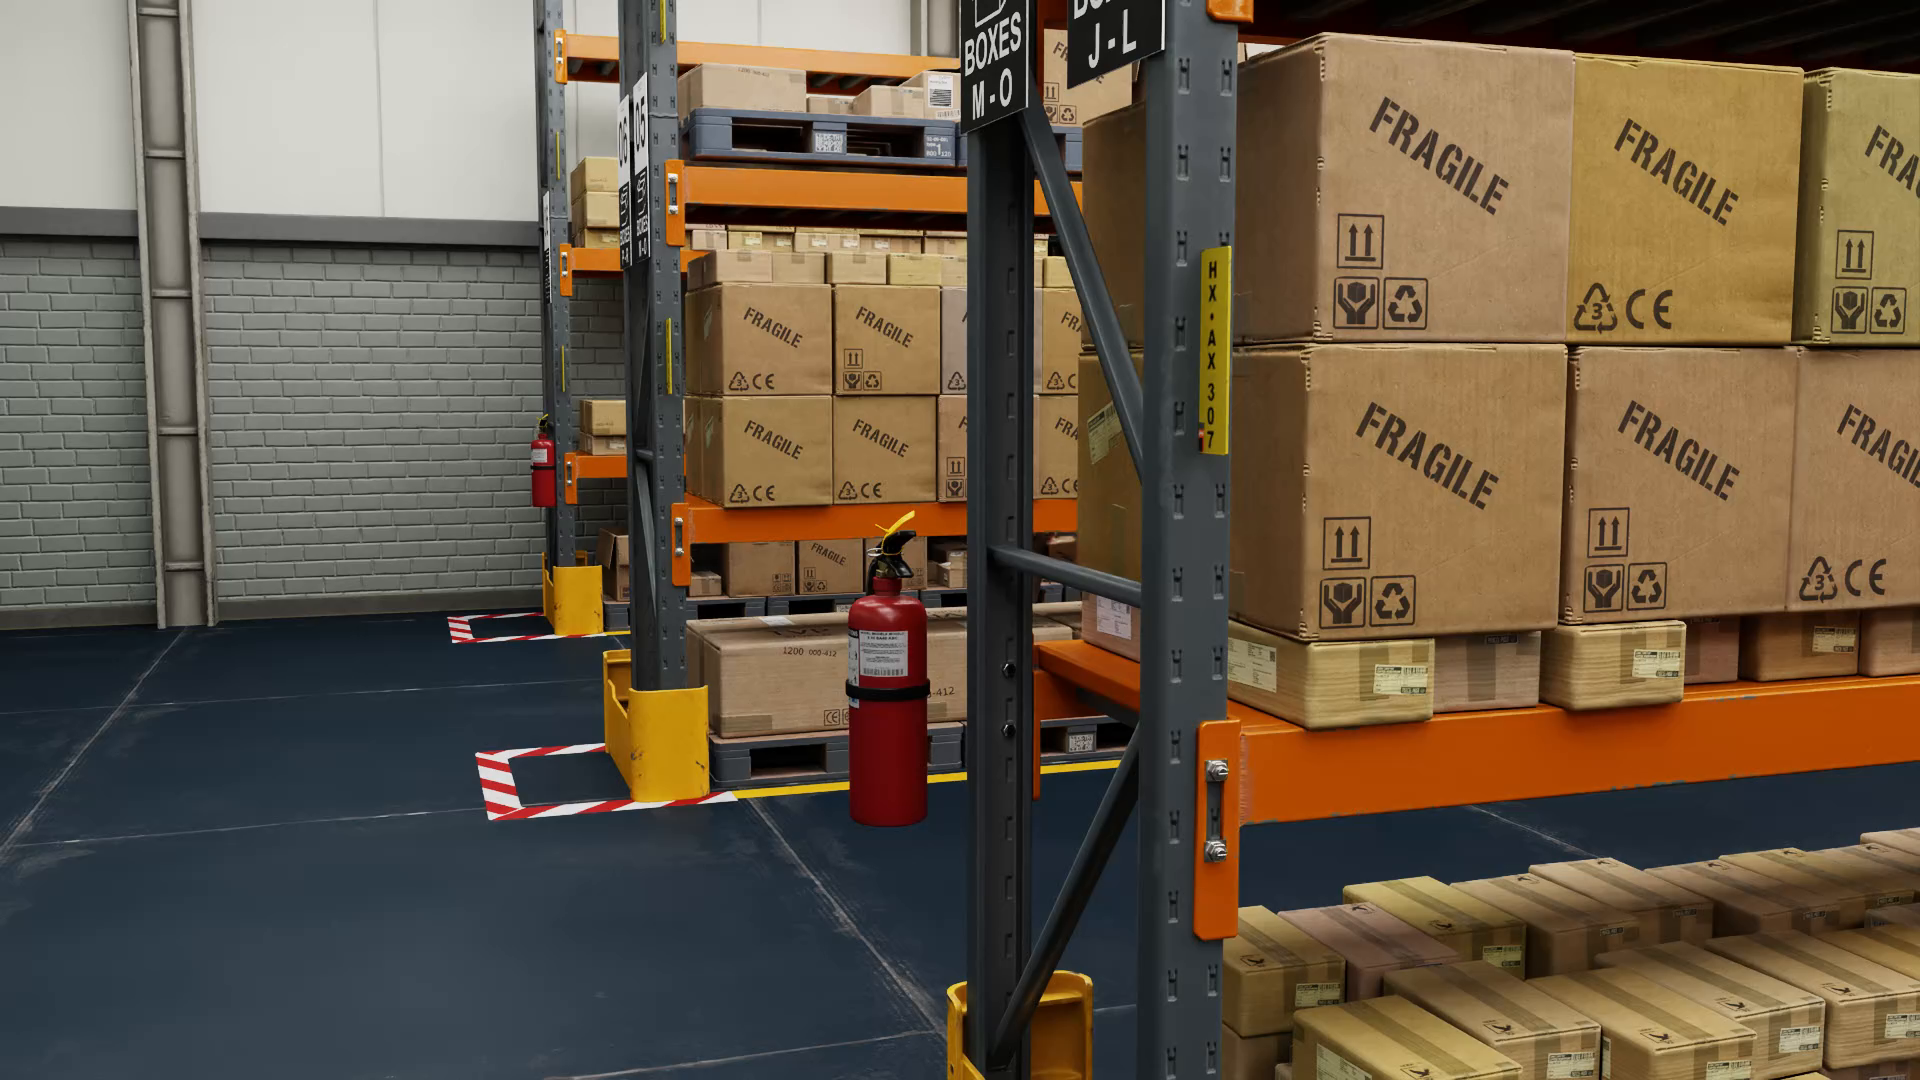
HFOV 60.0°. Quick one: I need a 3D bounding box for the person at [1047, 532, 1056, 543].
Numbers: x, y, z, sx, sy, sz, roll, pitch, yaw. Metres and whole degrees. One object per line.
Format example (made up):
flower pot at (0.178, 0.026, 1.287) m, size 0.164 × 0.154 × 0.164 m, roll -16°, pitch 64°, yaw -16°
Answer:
person at (0.446, -0.451, 11.076) m, size 0.428 × 0.997 × 0.532 m, roll 5°, pitch 7°, yaw 40°
